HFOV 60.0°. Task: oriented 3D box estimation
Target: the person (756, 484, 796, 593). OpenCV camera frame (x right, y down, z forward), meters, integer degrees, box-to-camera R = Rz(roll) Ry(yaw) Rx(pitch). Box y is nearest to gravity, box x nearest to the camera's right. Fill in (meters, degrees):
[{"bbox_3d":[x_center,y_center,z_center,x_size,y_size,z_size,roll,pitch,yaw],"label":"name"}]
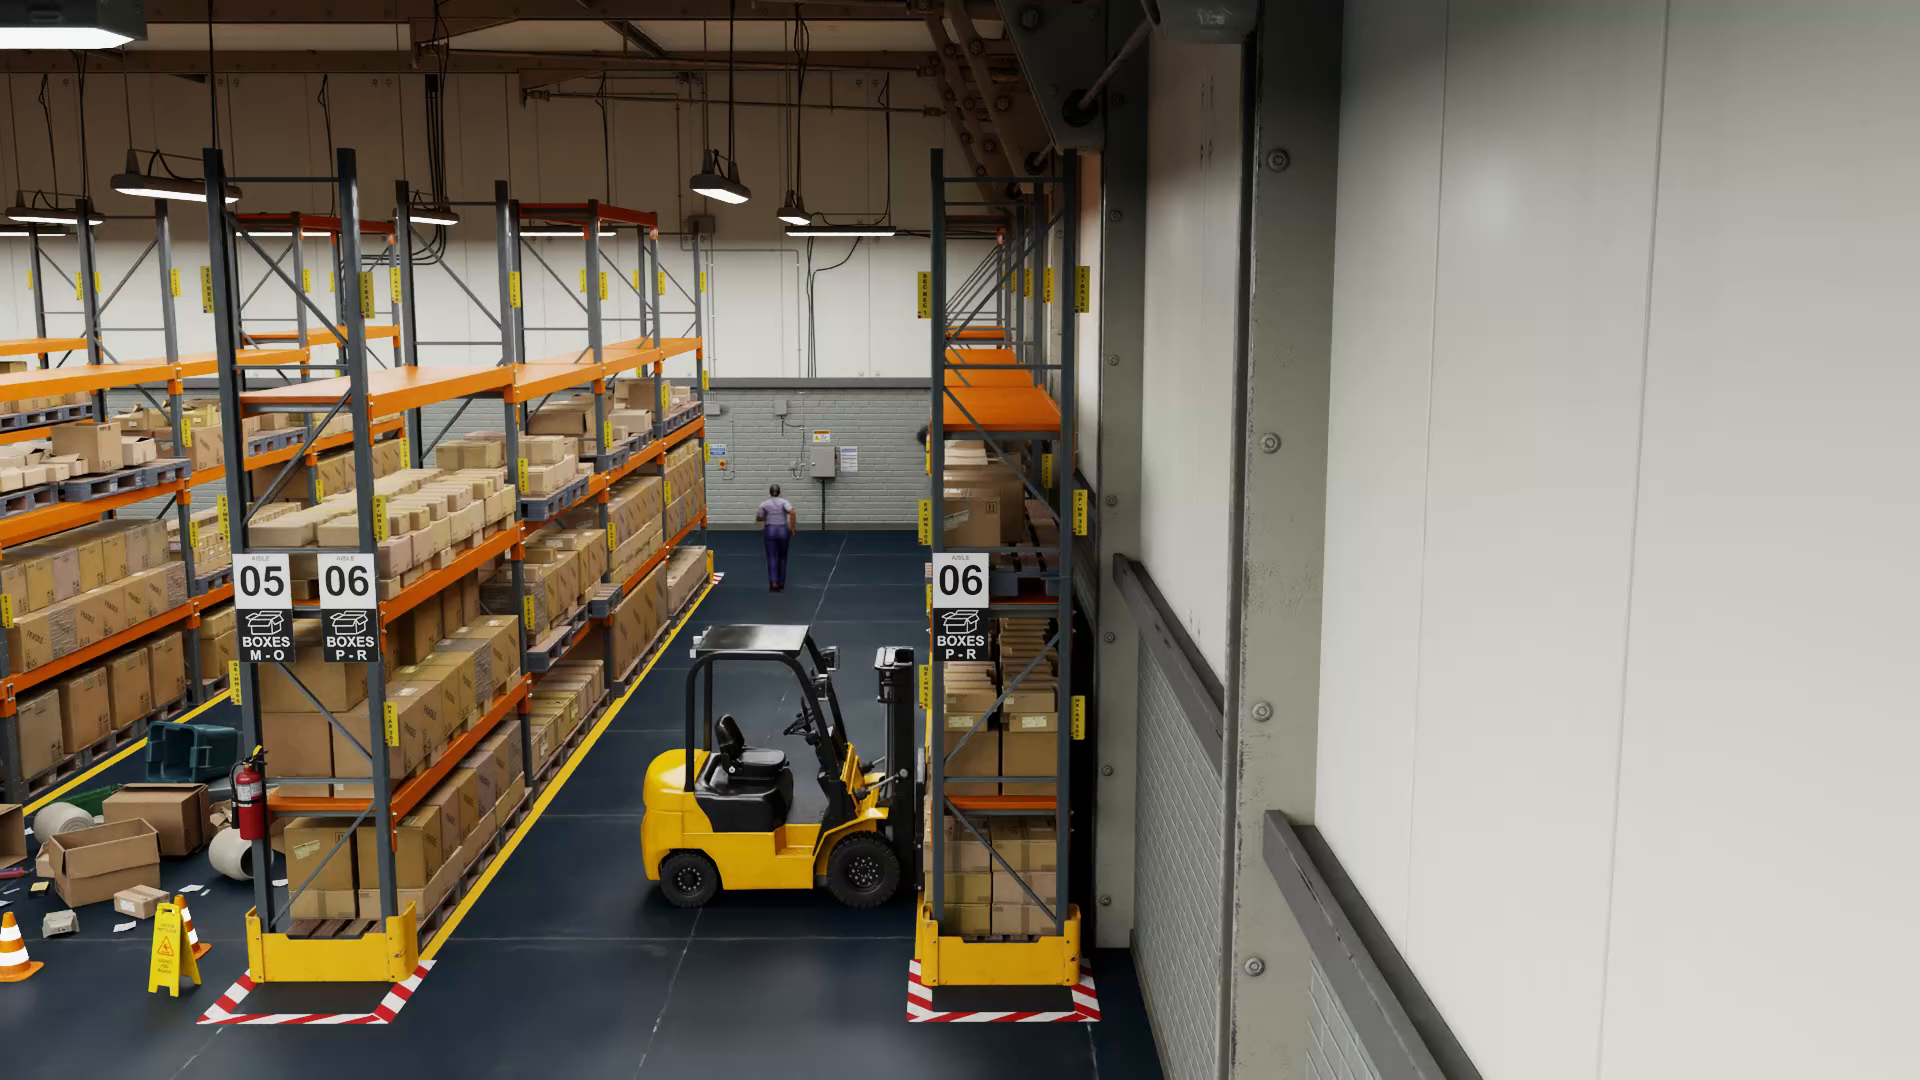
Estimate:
[{"bbox_3d":[-2.818,-0.004,25.456,0.580,1.698,0.806,-2,9,-12],"label":"person"}]
